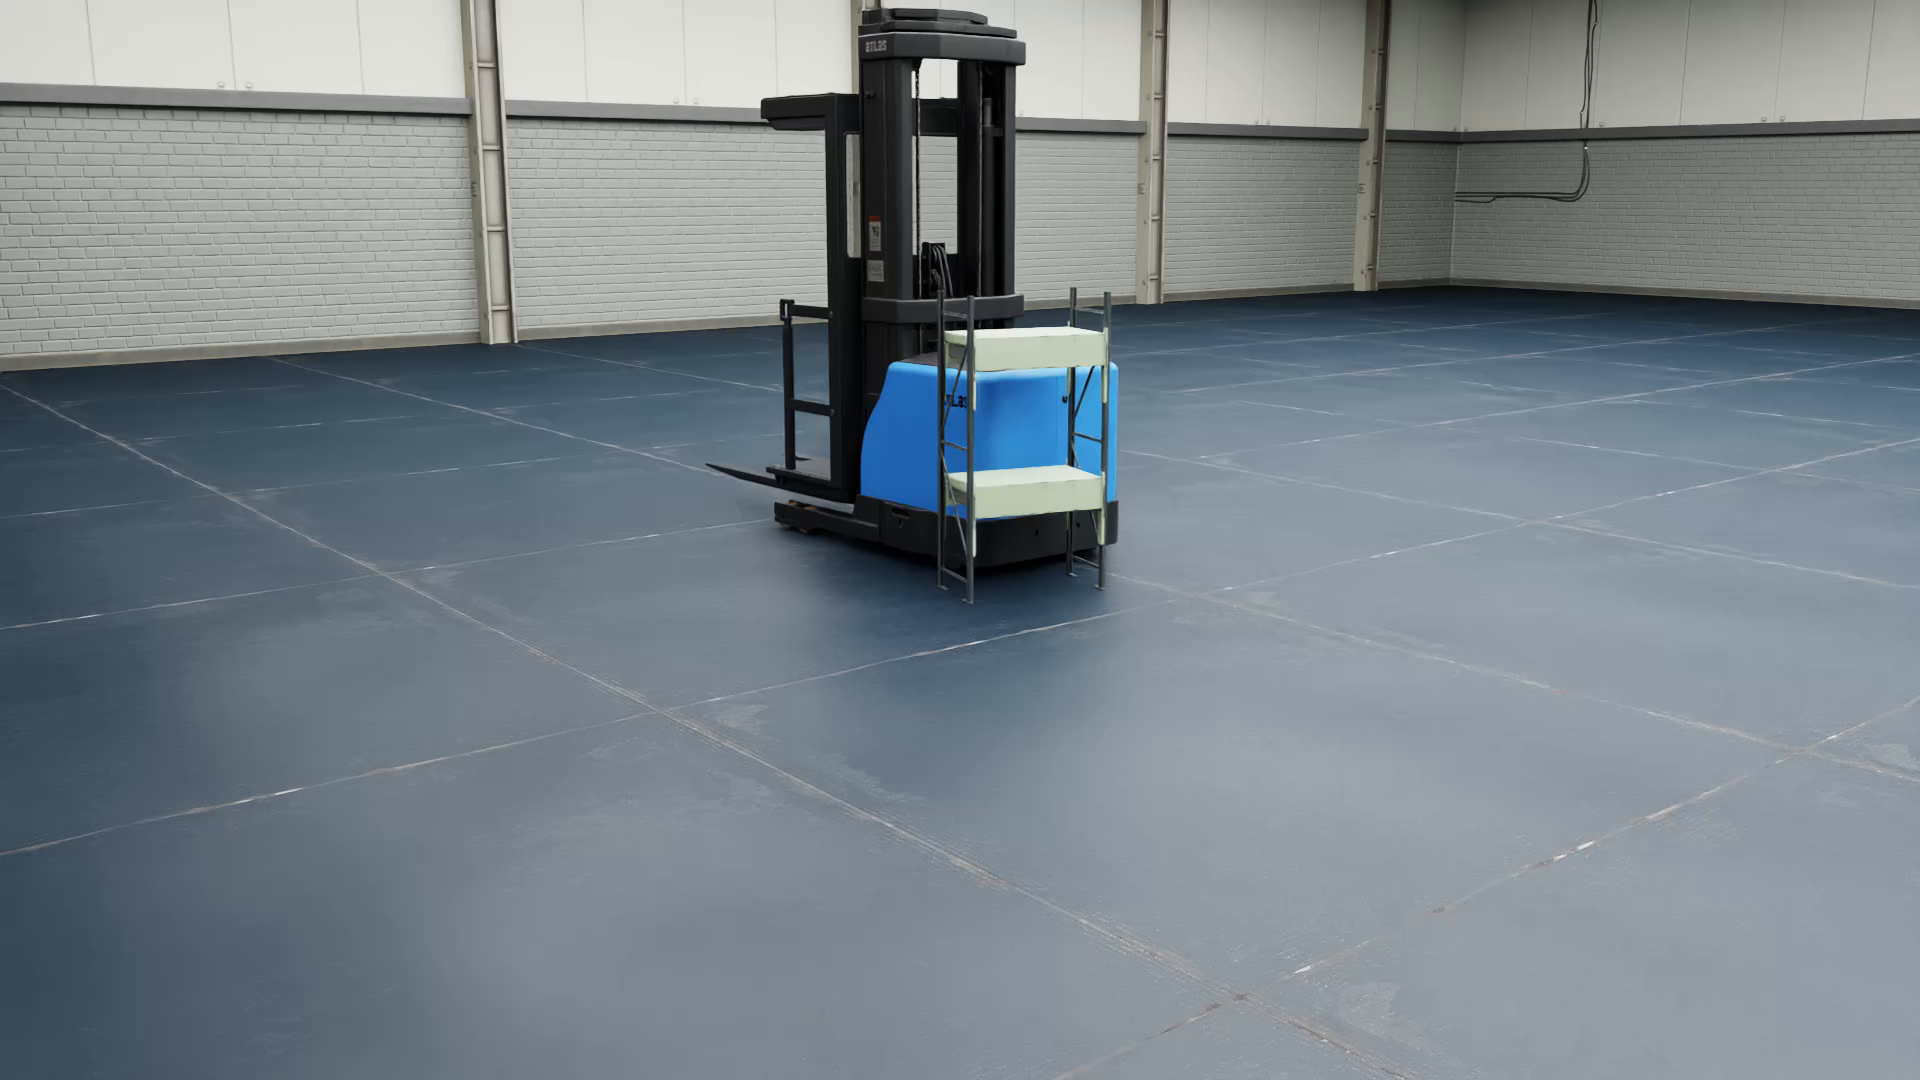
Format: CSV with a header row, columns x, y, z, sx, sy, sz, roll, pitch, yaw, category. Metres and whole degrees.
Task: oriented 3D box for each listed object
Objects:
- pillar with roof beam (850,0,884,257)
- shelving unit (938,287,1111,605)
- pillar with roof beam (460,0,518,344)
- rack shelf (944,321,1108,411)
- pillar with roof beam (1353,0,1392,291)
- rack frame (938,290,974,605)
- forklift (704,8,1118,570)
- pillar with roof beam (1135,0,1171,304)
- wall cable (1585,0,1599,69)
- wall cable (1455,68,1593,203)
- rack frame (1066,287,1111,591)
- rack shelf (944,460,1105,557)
x,y,z,sx,sy,sz,roll,pitch,yaw,category
1.321,-7.077,21.290,0.400,9.000,9.100,-9,15,-38,pillar with roof beam
0.313,-0.486,8.305,0.755,1.500,0.431,-5,13,-23,shelving unit
-3.364,-6.298,17.624,0.400,9.000,9.100,-9,15,-38,pillar with roof beam
0.314,-0.868,8.223,0.720,0.370,0.431,-5,13,-23,rack shelf
10.691,-8.634,28.623,0.400,9.000,9.100,-9,15,-38,pillar with roof beam
-0.023,-0.456,8.163,0.023,1.500,0.400,-5,13,-23,rack frame
-0.456,-1.526,9.757,1.130,2.935,3.031,-10,15,-39,forklift
6.006,-7.855,24.957,0.400,9.000,9.100,-9,15,-38,pillar with roof beam
12.818,-10.012,30.433,0.112,2.526,3.097,-9,15,-38,wall cable
11.128,-7.981,33.024,0.112,2.526,3.097,-9,15,-38,wall cable
0.649,-0.517,8.447,0.023,1.500,0.400,-5,13,-23,rack frame
0.313,-0.168,8.373,0.720,0.370,0.431,-5,13,-23,rack shelf
